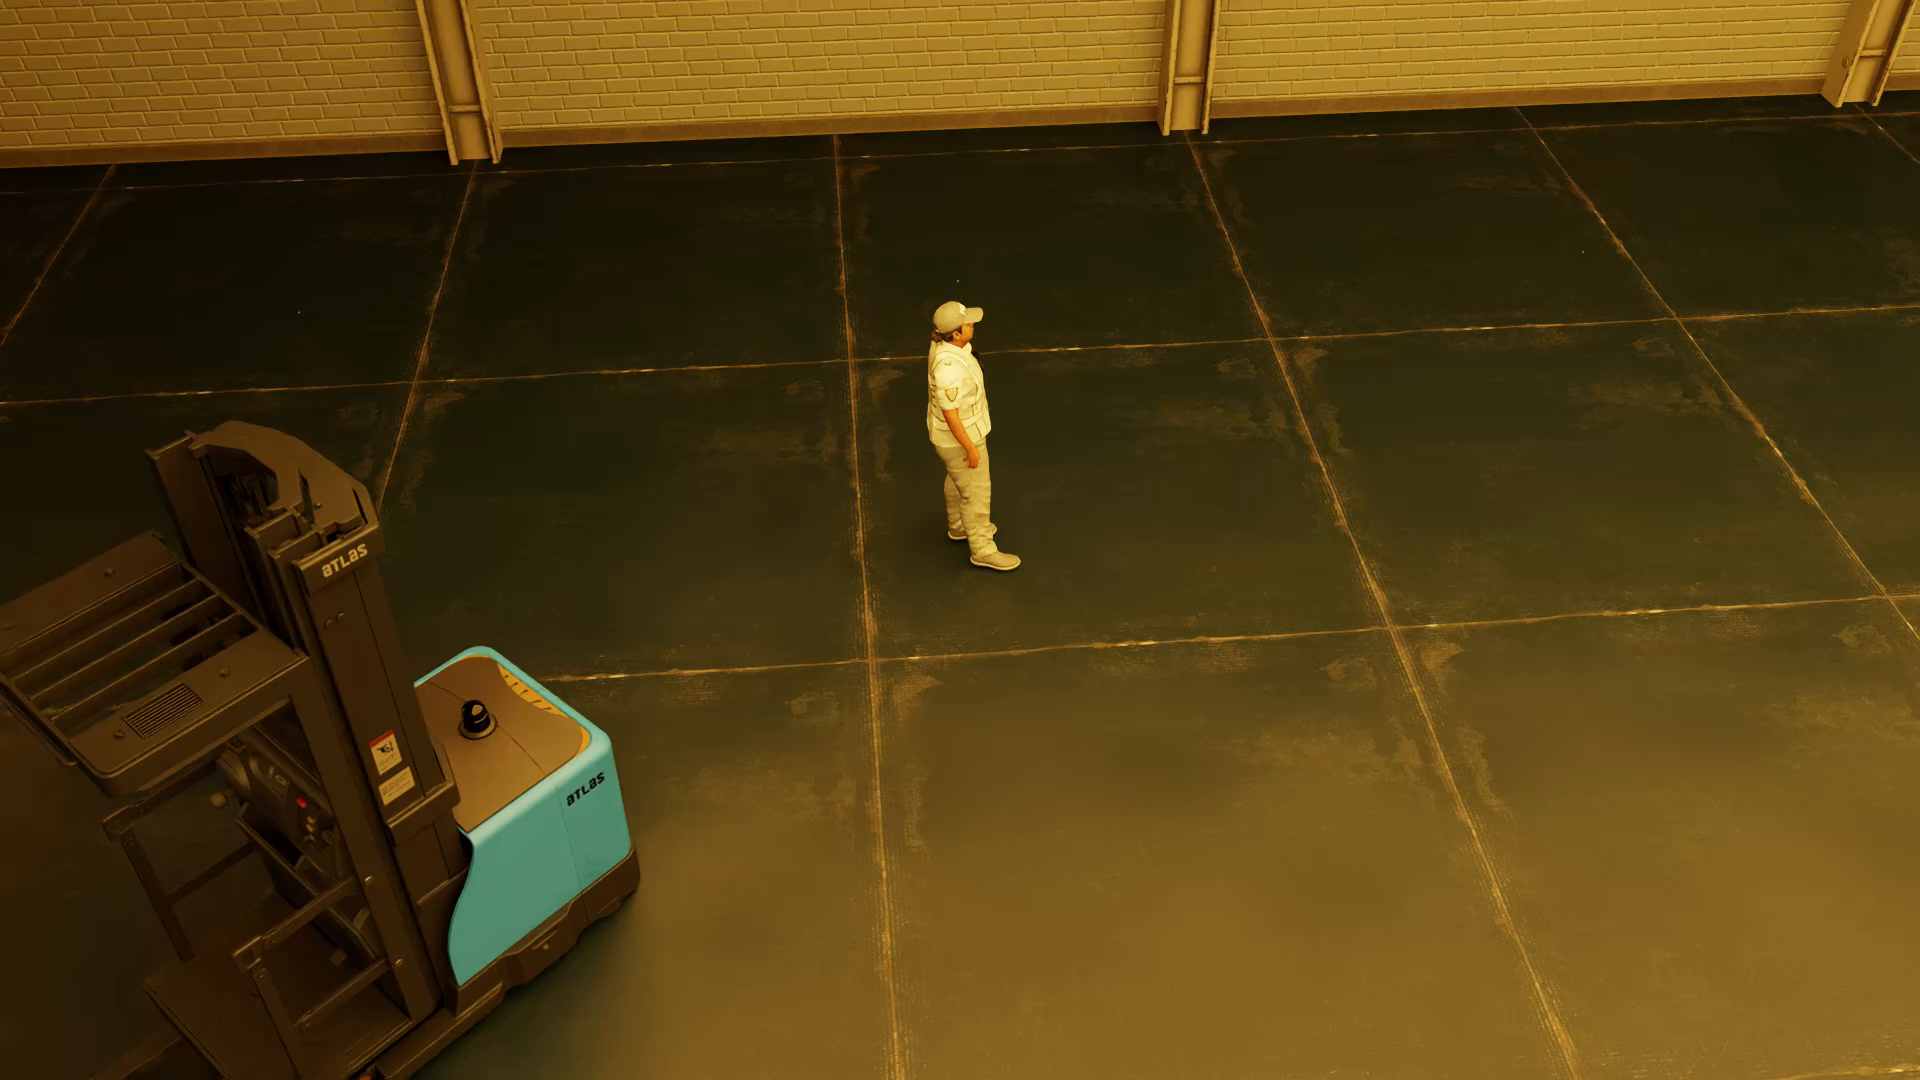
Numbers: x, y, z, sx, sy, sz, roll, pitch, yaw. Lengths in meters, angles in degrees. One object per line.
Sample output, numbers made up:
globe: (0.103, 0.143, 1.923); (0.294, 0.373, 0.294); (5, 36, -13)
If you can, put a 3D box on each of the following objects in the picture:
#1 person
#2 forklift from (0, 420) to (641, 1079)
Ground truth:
person: (0.079, -0.625, 9.630); (0.529, 1.670, 0.587); (-3, 41, -4)
forklift: (-2.910, 1.113, 6.636); (1.130, 2.935, 3.031); (29, 49, 30)
